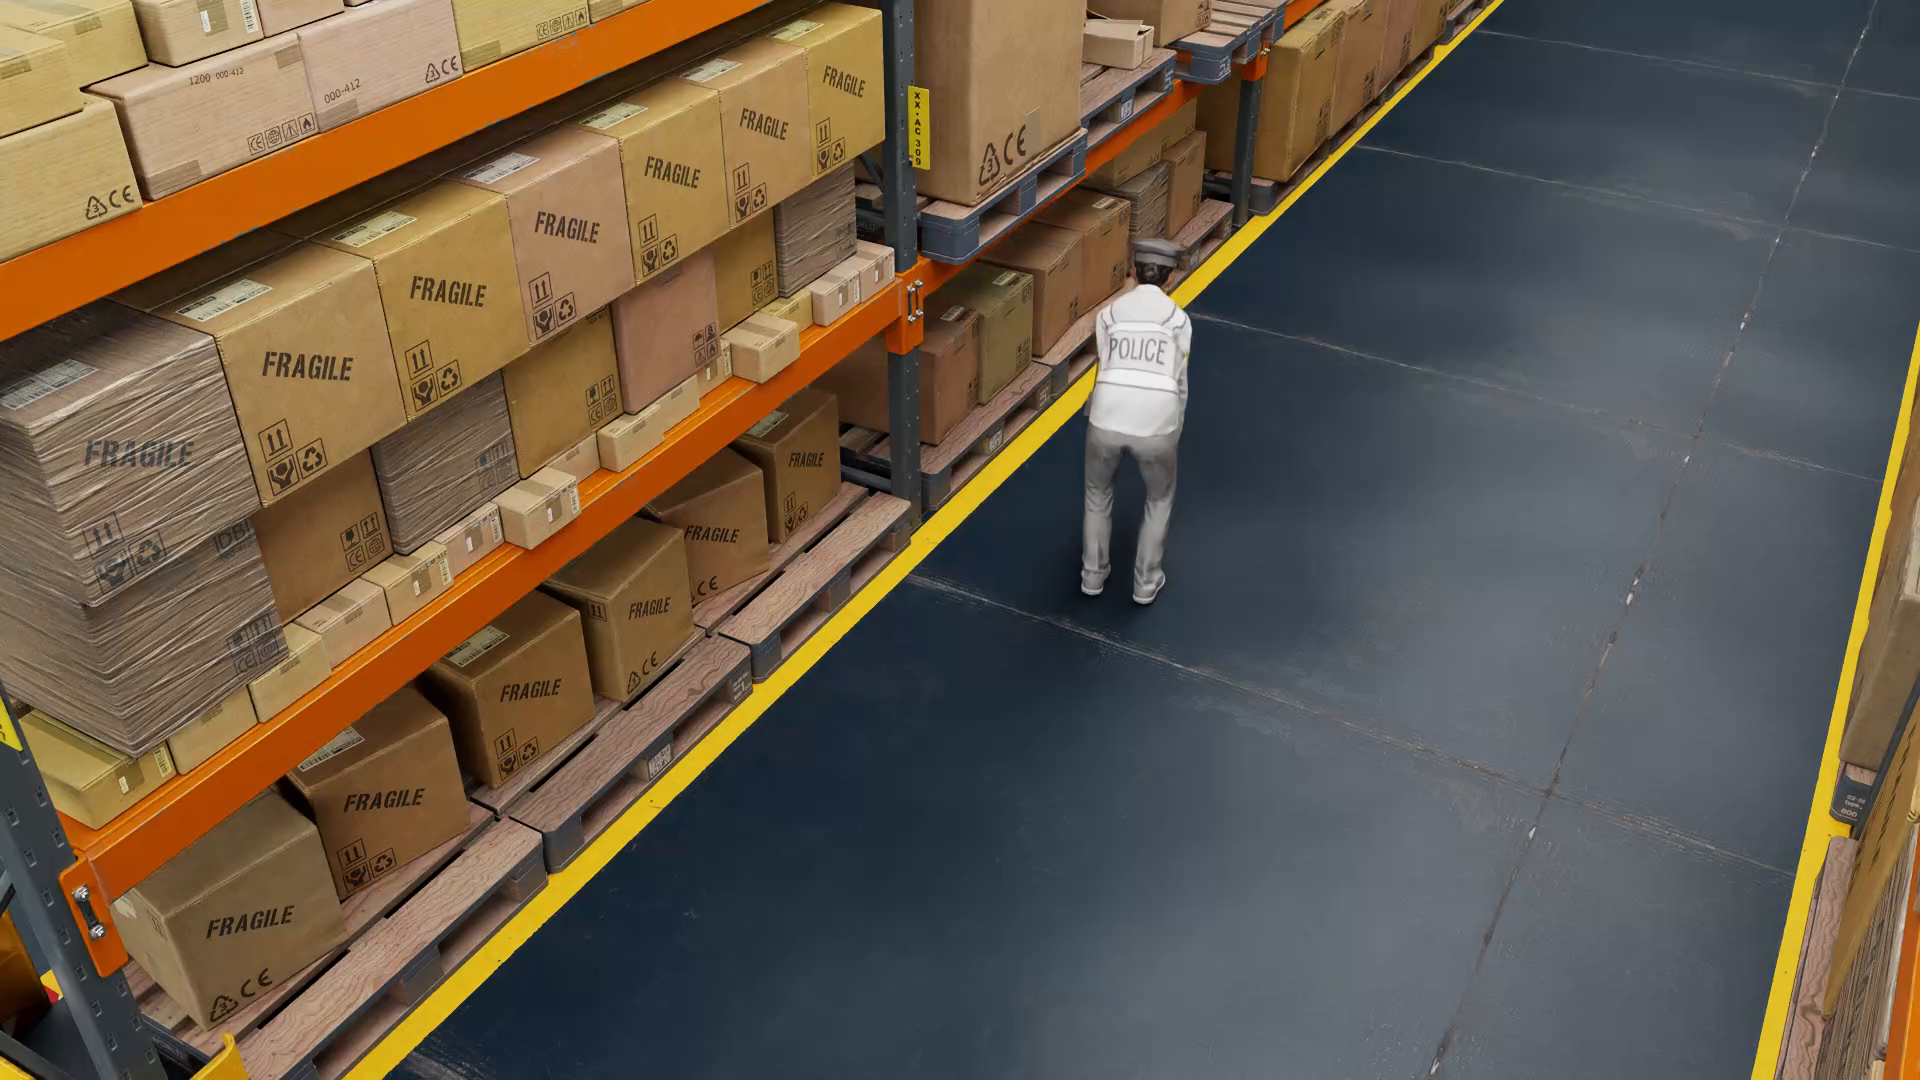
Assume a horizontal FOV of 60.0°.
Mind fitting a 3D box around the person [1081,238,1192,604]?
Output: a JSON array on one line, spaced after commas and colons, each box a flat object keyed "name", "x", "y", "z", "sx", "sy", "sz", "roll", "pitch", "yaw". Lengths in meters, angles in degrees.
[{"name": "person", "x": 0.749, "y": -0.504, "z": 7.049, "sx": 0.409, "sy": 1.482, "sz": 0.759, "roll": 9, "pitch": 35, "yaw": 12}]
